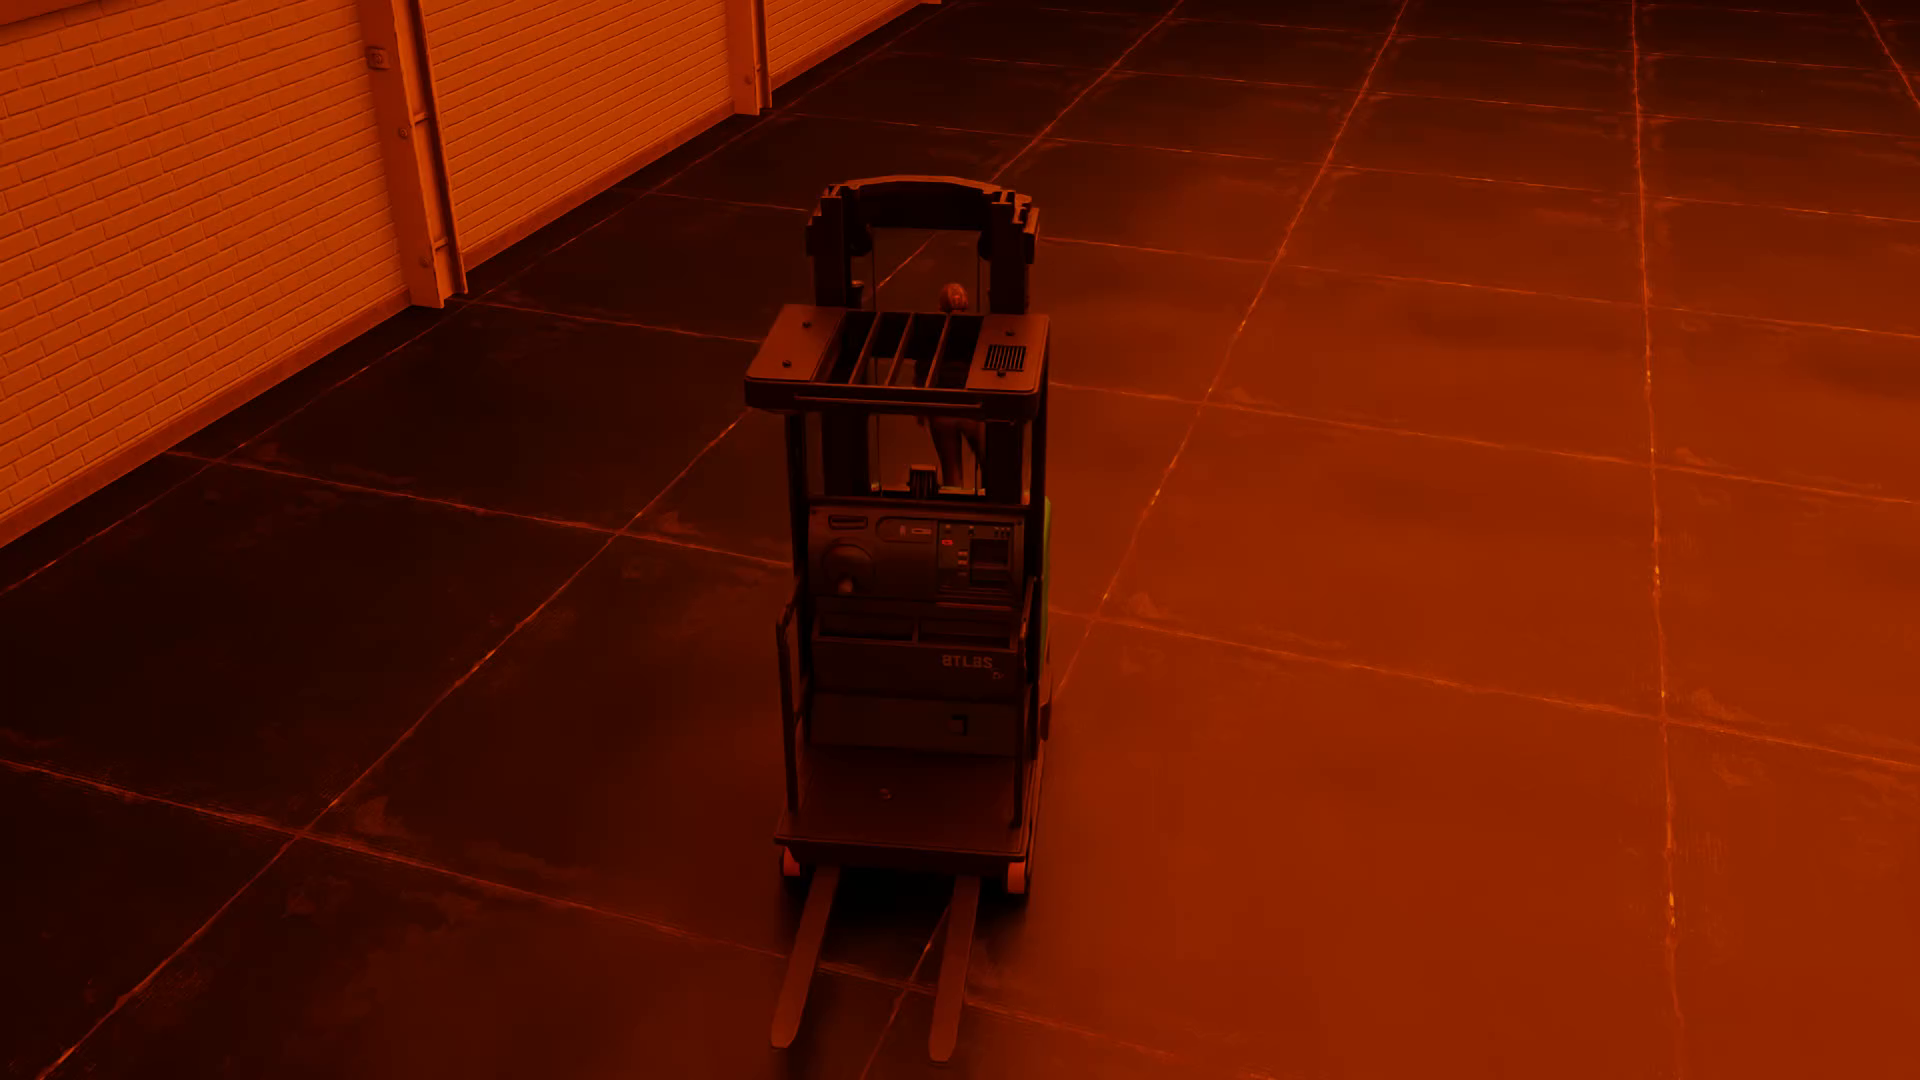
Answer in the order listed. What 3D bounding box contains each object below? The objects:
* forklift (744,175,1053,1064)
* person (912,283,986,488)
[{"bbox_3d":[-0.211,0.111,6.941,1.130,2.935,3.031,3,30,6],"label":"forklift"},{"bbox_3d":[0.037,-0.754,9.757,0.616,1.655,0.456,4,30,7],"label":"person"}]
